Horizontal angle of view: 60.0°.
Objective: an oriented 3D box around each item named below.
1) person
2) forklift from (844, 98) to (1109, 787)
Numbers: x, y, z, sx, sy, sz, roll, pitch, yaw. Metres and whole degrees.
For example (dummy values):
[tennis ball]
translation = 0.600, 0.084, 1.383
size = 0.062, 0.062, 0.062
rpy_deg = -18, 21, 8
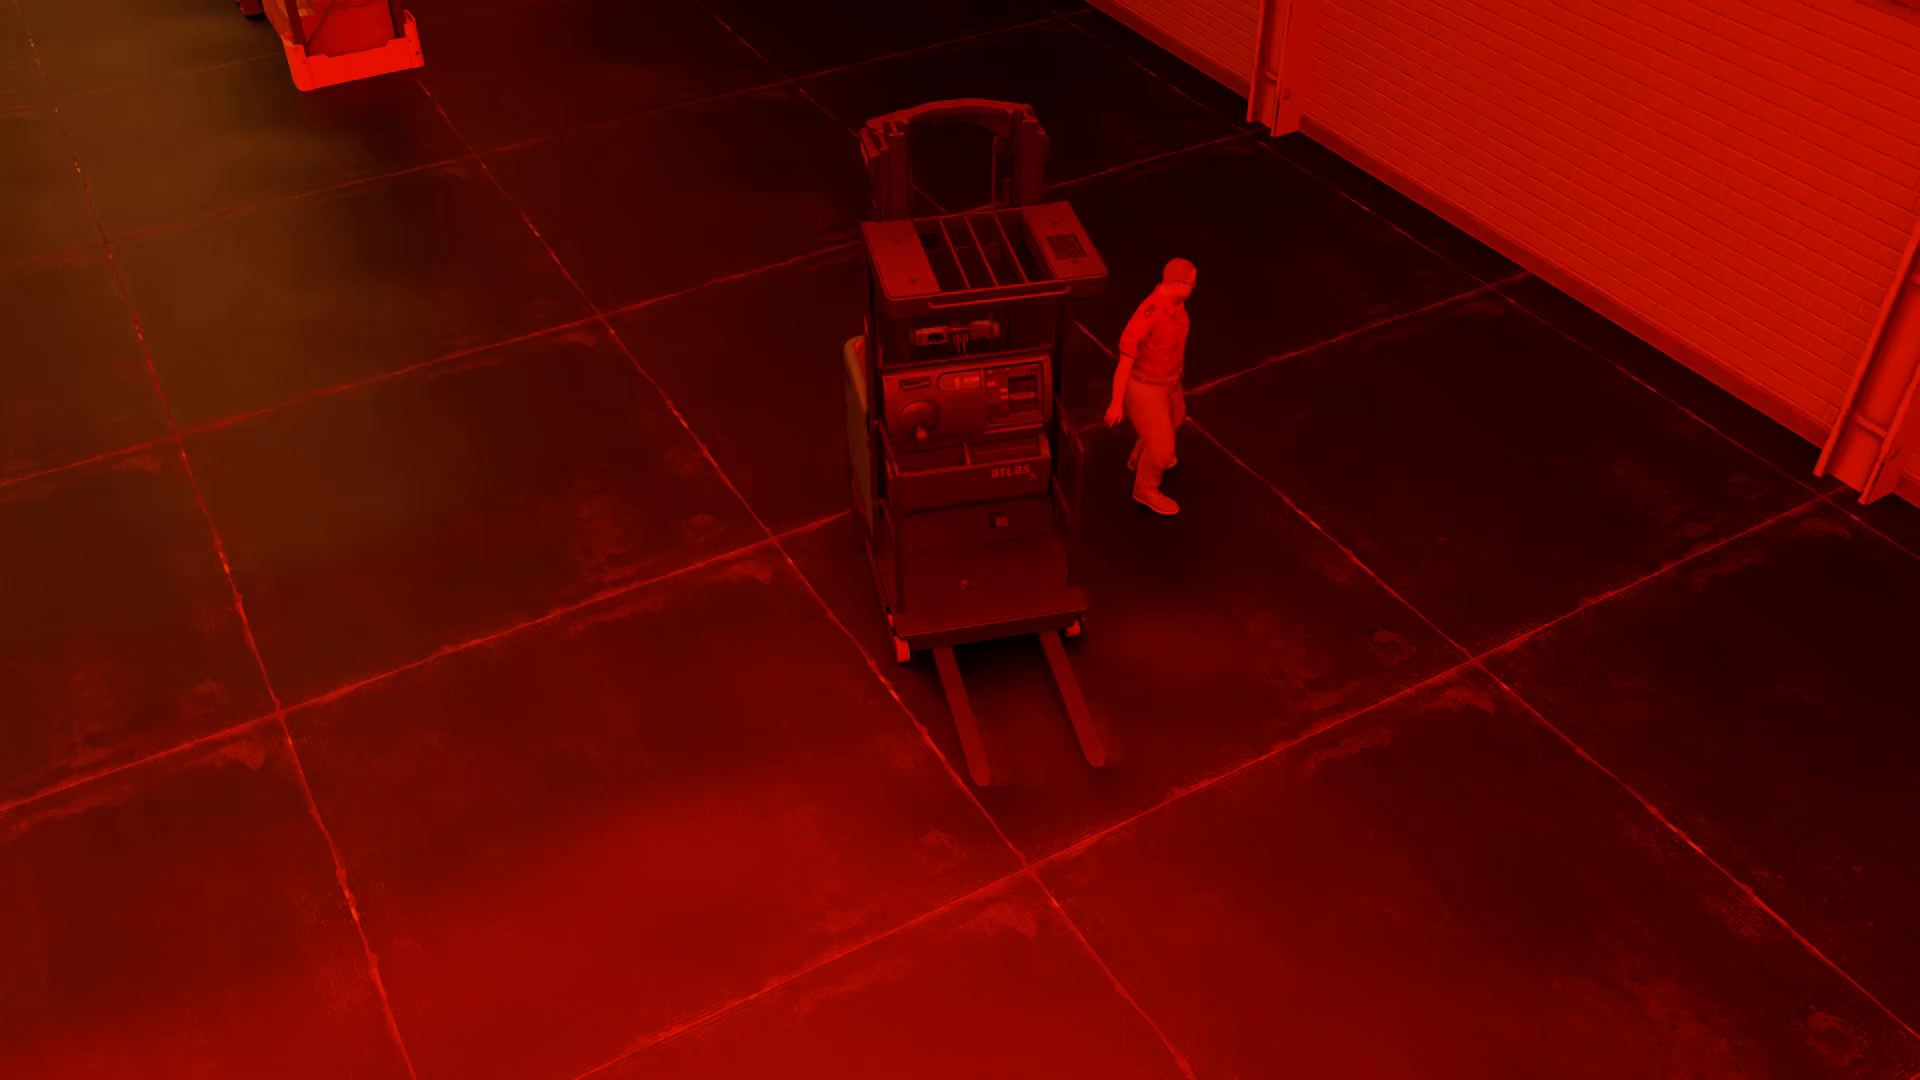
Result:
[person]
translation = 1.209, -0.936, 10.089
size = 0.482, 1.686, 0.817
rpy_deg = 19, 43, 22
[forklift]
translation = 0.094, -0.692, 8.870
size = 1.130, 2.935, 3.031
rpy_deg = -8, 40, -10
